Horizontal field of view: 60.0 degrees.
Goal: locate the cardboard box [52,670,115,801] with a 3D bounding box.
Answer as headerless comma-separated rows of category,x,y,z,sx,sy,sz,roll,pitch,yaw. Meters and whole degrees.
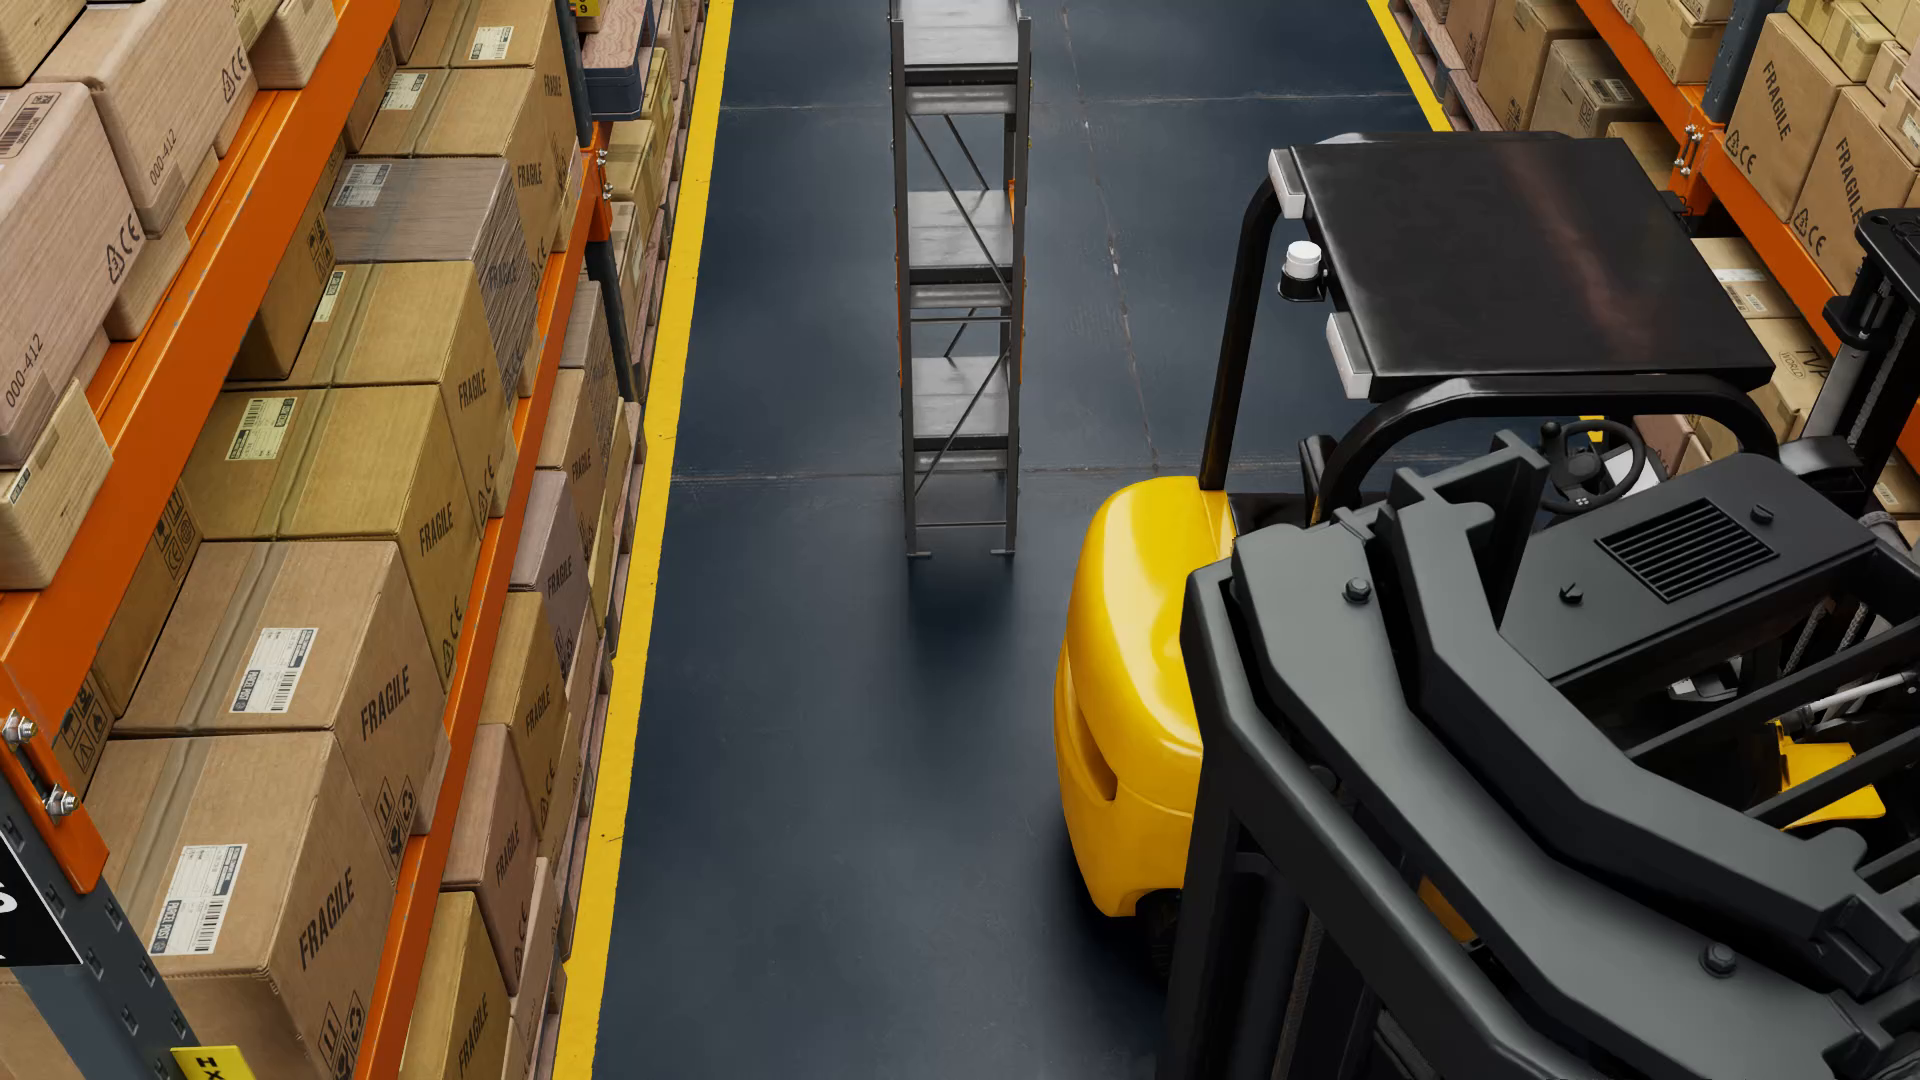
cardboard box,-1.859,0.323,2.644,0.700,0.500,0.500,-3,43,-3

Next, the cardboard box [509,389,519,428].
cardboard box,-1.444,-0.364,4.613,0.380,0.149,0.250,-2,43,-3

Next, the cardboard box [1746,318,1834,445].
cardboard box,2.888,-0.498,5.557,0.500,0.250,0.500,-2,43,-2

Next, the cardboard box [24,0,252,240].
cardboard box,-1.386,-0.671,2.433,0.500,0.250,0.500,-2,43,-2

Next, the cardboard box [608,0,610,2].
cardboard box,-1.499,-2.137,6.237,0.380,0.149,0.250,-1,43,-1

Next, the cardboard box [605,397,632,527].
cardboard box,-1.496,-0.274,6.053,0.500,0.250,0.500,0,43,0

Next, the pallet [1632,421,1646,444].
pallet,3.162,-0.103,6.206,1.003,0.211,1.213,-2,43,-2

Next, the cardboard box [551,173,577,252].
cardboard box,-1.454,-1.055,5.367,0.380,0.149,0.250,-1,43,-1

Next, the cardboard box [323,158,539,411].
cardboard box,-1.467,-0.680,4.478,0.500,0.500,0.500,-1,43,-1

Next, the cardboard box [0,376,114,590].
cardboard box,-1.309,-0.070,2.072,0.380,0.149,0.250,-2,43,-2

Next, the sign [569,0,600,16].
sign,-1.248,-1.864,5.423,0.100,0.325,0.005,-2,43,-2

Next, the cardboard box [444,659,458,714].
cardboard box,-1.392,0.336,3.849,0.380,0.149,0.250,-1,43,-1

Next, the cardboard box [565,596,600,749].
cardboard box,-1.446,0.429,5.286,0.500,0.250,0.500,-1,43,-1

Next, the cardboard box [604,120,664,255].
cardboard box,-1.848,-1.549,7.354,0.950,0.372,0.625,1,43,1

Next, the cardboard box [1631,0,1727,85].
cardboard box,2.887,-1.946,6.264,0.500,0.250,0.500,-1,43,-1

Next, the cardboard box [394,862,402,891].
cardboard box,-1.382,0.682,3.472,0.380,0.149,0.250,-3,43,-3

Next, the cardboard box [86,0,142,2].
cardboard box,-1.343,-0.888,2.375,0.380,0.149,0.250,-2,43,-2

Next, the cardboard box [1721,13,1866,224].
cardboard box,2.928,-1.399,5.482,0.500,0.500,0.500,-3,43,-3

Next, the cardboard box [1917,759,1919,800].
cardboard box,2.953,0.700,4.621,0.500,0.250,0.500,-3,43,-3

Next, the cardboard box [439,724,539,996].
cardboard box,-1.406,0.837,4.286,0.500,0.500,0.500,-3,43,-3

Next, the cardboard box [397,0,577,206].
cardboard box,-1.522,-1.378,5.239,0.500,0.500,0.500,-3,43,-3

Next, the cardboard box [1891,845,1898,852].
cardboard box,2.980,0.908,4.763,0.500,0.250,0.500,-1,43,-1

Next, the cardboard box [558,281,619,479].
cardboard box,-1.496,-0.550,5.799,0.500,0.500,0.500,-2,43,-2

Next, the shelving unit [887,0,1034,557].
shelving unit,-0.007,-0.886,5.662,0.431,2.100,0.503,-2,43,-2

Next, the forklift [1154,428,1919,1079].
forklift,1.144,1.067,2.917,3.031,2.935,1.130,-19,46,-20

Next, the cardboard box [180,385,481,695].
cardboard box,-1.411,0.009,3.727,0.500,0.500,0.500,-2,43,-3

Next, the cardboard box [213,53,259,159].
cardboard box,-1.437,-0.770,2.836,0.380,0.149,0.250,-3,43,-3

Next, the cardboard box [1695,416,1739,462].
cardboard box,2.905,-0.319,5.732,0.500,0.250,0.500,-2,43,-2

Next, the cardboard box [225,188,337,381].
cardboard box,-1.880,-0.701,3.761,0.700,0.500,0.500,-2,43,-2

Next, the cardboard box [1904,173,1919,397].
cardboard box,2.989,-0.706,4.726,0.500,0.500,0.500,-2,43,-2

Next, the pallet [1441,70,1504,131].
pallet,3.045,-1.963,8.235,1.003,0.211,1.213,-2,43,-2

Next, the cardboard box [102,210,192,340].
cardboard box,-1.387,-0.425,2.459,0.380,0.149,0.250,-1,43,-1

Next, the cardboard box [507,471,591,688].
cardboard box,-1.450,0.138,5.049,0.500,0.500,0.500,0,43,0

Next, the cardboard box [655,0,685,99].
cardboard box,-1.906,-2.531,8.425,0.950,0.372,0.625,-2,43,-3

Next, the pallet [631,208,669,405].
pallet,-1.824,-1.022,7.208,1.003,0.211,1.213,-2,43,-2

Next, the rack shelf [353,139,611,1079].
rack shelf,-1.704,0.091,4.463,1.077,0.370,4.000,-2,43,-2

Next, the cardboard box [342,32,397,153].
cardboard box,-1.988,-1.390,4.513,0.700,0.500,0.500,-1,43,-2

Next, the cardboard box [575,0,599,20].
cardboard box,-1.523,-2.150,5.771,0.500,0.500,0.500,-1,43,-1

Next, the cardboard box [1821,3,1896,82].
cardboard box,2.933,-1.547,5.164,0.380,0.149,0.250,-1,43,-1

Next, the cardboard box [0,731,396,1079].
cardboard box,-1.363,0.702,2.970,0.500,0.500,0.500,-2,43,-2

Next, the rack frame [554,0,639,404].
rack frame,-1.789,-1.524,5.693,1.000,3.000,0.127,-2,43,-2

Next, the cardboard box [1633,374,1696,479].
cardboard box,2.859,-0.474,6.271,0.500,0.250,0.500,-1,43,-1

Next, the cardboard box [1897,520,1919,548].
cardboard box,2.935,0.193,4.804,0.500,0.250,0.500,-2,43,-3

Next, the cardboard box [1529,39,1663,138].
cardboard box,3.111,-1.824,7.467,0.875,0.625,0.625,-2,43,-2

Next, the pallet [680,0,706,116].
pallet,-1.928,-2.669,9.005,1.003,0.211,1.213,-2,43,-2

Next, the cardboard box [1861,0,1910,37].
cardboard box,3.006,-1.657,5.064,0.380,0.149,0.250,-1,43,-1

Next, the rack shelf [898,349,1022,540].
rack shelf,-0.007,-0.360,6.145,0.431,0.518,0.480,-2,43,-2

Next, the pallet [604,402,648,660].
pallet,-1.726,-0.044,6.141,1.003,0.211,1.213,-2,43,-2

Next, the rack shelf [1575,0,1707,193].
rack shelf,3.085,-2.754,7.567,1.077,0.370,4.000,-2,43,-2

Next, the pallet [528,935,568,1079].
pallet,-1.622,1.604,4.344,1.003,0.211,1.213,-2,43,-2

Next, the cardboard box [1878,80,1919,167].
cardboard box,2.908,-1.204,4.789,0.380,0.149,0.250,-1,43,-1

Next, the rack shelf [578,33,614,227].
rack shelf,-1.874,-2.609,7.409,1.077,0.370,4.000,-2,43,-2

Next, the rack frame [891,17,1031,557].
rack frame,0.003,-0.721,5.483,0.400,2.100,0.015,-2,43,-2

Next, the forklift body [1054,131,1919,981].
forklift body,1.436,0.117,4.531,2.313,2.155,1.214,-2,43,-2

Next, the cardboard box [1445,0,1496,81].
cardboard box,3.048,-2.786,8.517,0.875,0.625,0.625,0,43,0

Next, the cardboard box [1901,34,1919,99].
cardboard box,2.916,-1.308,4.683,0.380,0.149,0.250,-1,43,-1

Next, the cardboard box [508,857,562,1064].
cardboard box,-1.392,1.138,4.513,0.500,0.250,0.500,0,43,0
